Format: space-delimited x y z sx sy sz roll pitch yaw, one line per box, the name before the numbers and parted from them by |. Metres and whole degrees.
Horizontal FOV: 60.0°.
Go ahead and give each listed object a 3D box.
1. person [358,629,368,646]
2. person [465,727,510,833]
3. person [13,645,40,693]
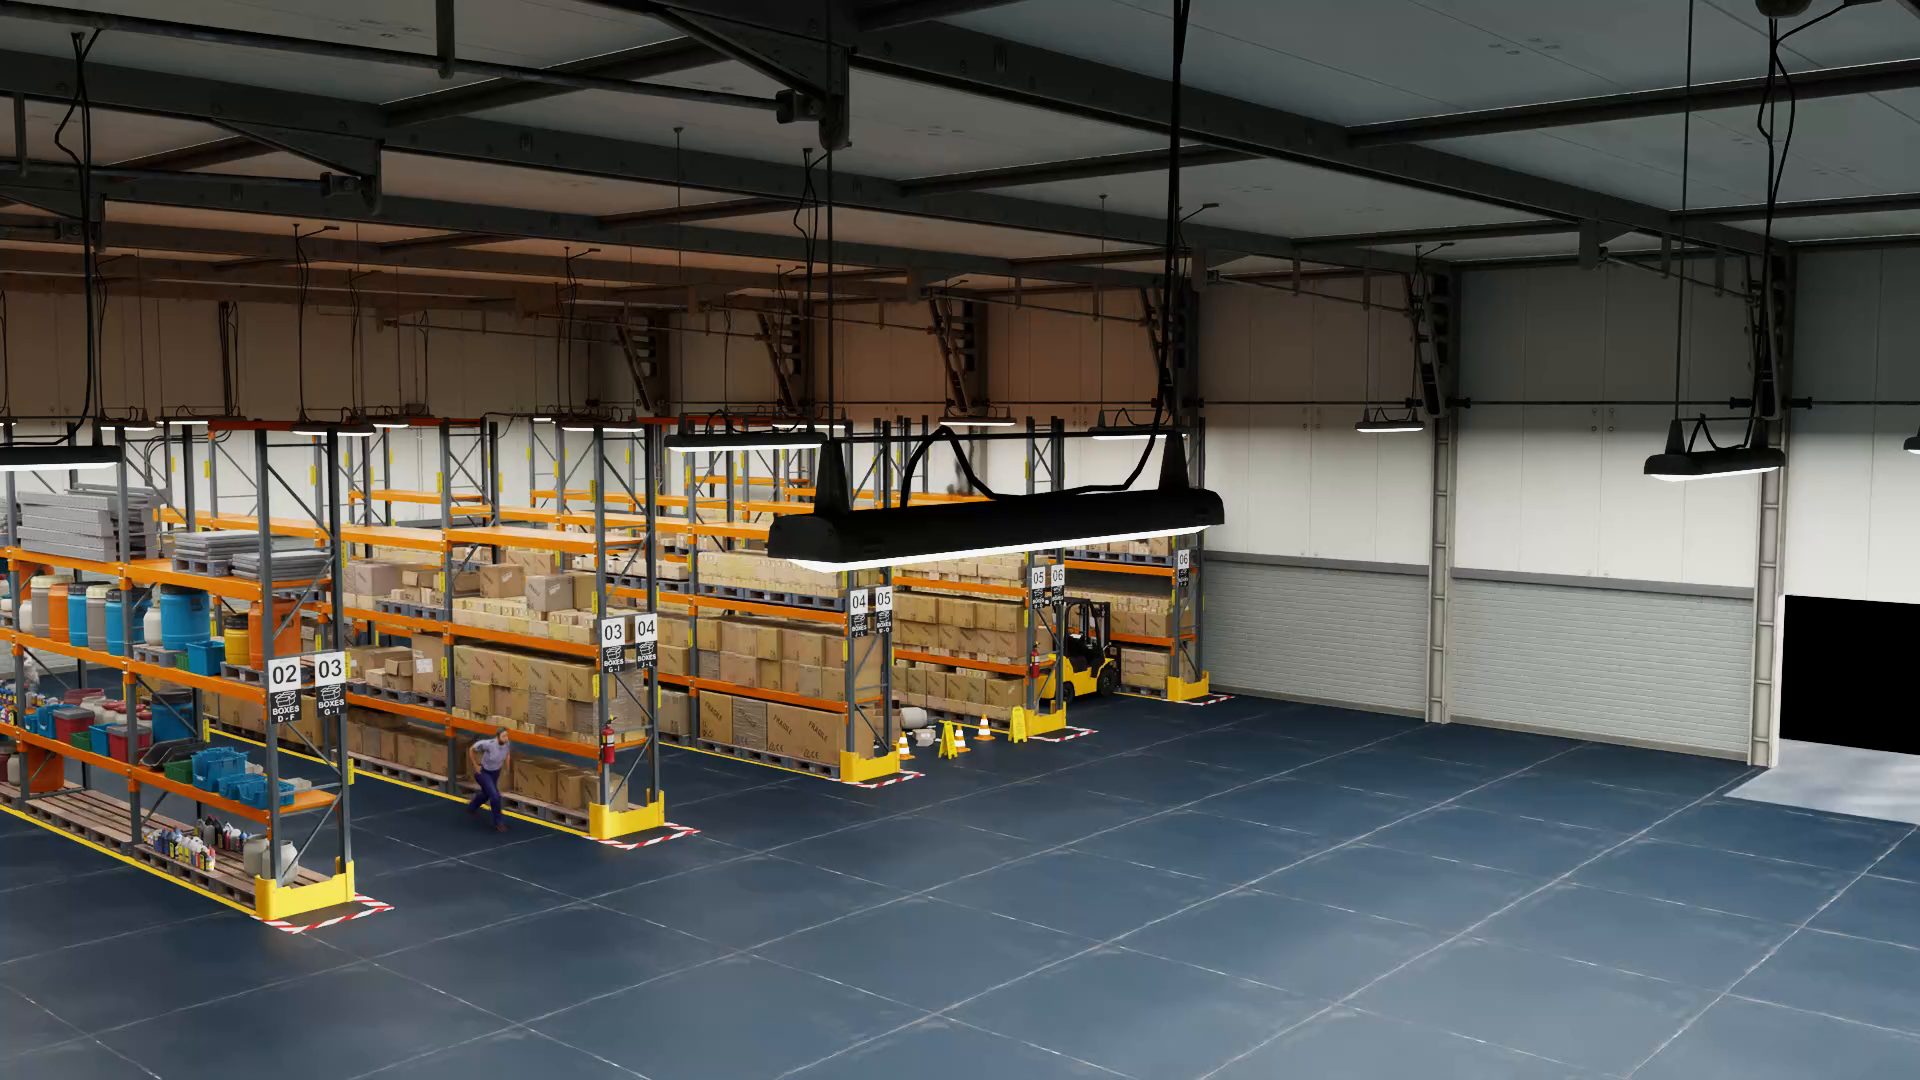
person | -14.216 2.165 39.736 0.670 1.713 0.710 -3 5 -28
person | -7.043 3.530 24.674 0.964 1.613 0.648 3 6 35
person | -19.429 2.608 34.471 0.688 1.747 0.682 -3 6 -31
